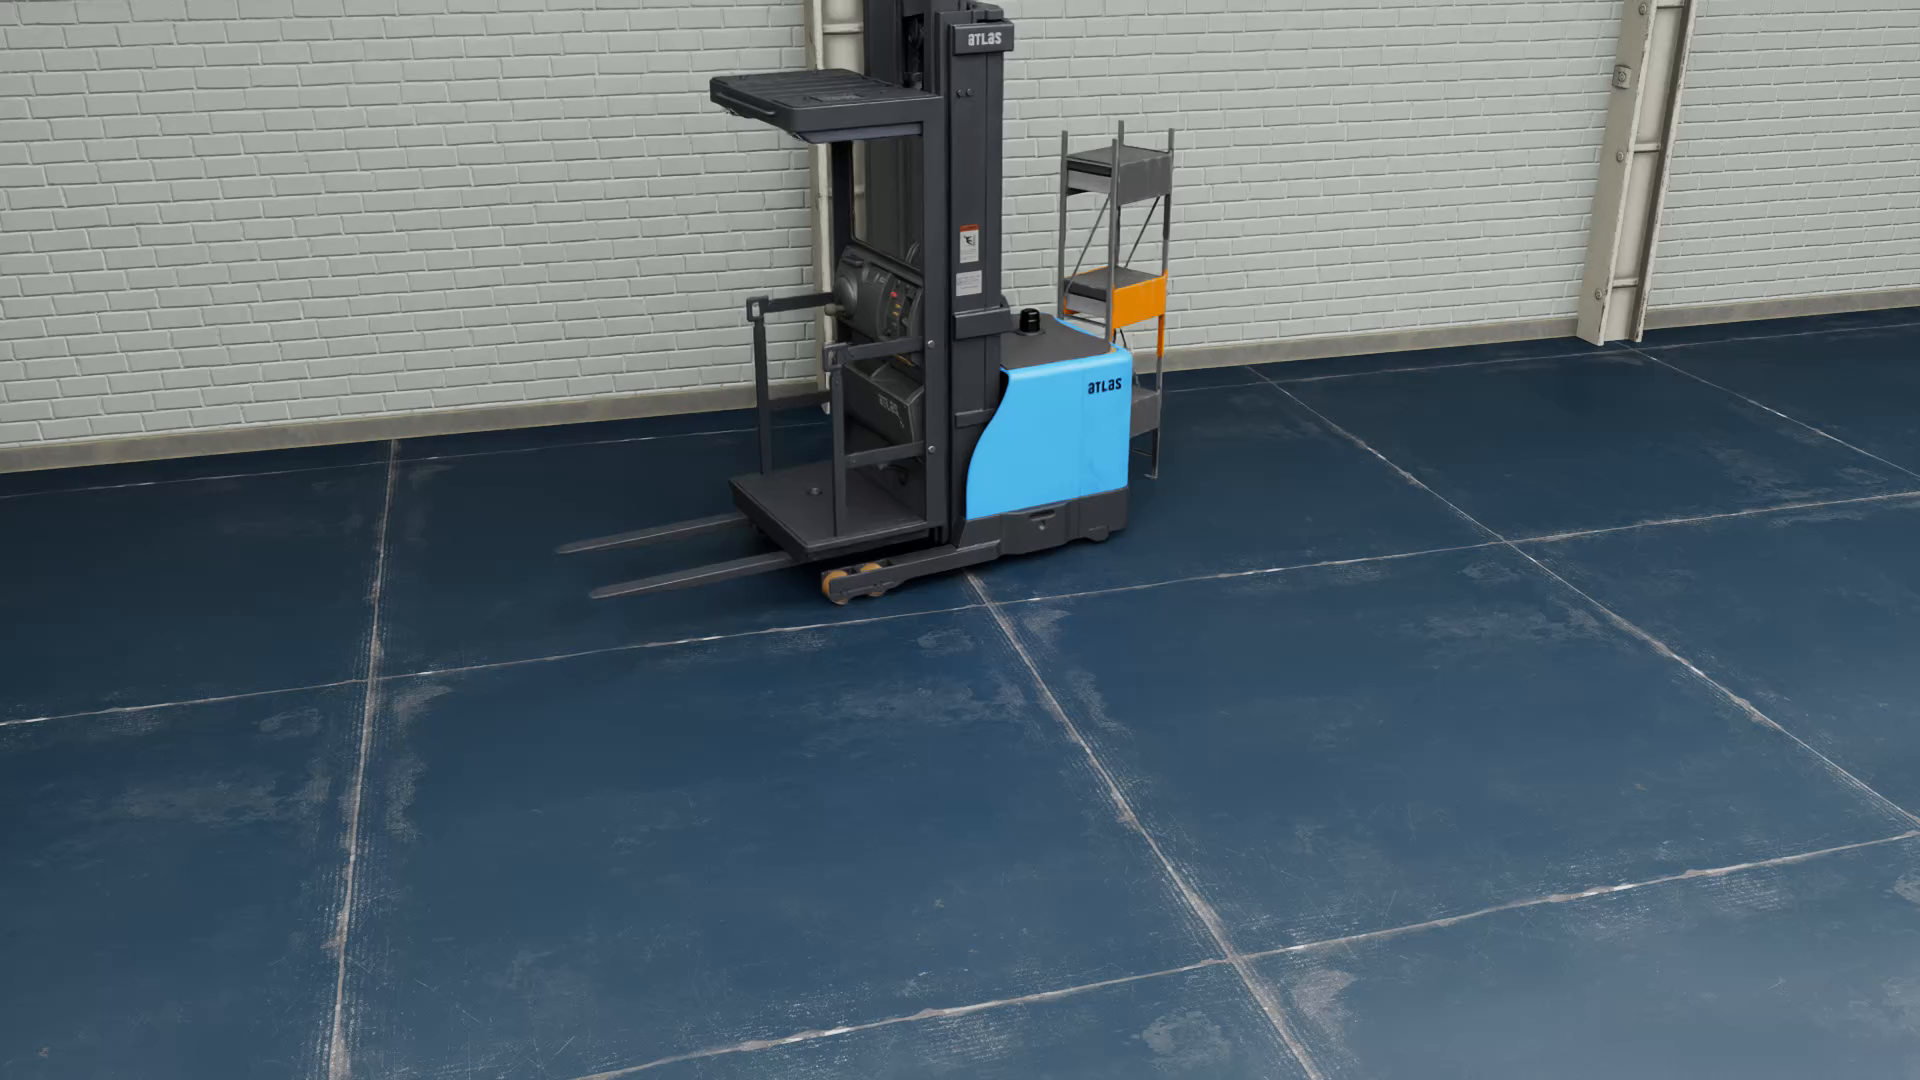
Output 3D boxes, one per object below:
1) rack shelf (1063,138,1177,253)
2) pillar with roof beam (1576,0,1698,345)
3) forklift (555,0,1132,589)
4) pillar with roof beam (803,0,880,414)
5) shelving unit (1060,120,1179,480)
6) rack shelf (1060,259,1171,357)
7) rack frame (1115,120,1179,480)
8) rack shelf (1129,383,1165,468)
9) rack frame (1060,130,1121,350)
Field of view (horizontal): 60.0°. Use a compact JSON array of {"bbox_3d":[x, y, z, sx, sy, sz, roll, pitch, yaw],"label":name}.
[{"bbox_3d":[0.901,-1.953,9.398,0.480,0.518,0.431,-21,31,-40],"label":"rack shelf"},{"bbox_3d":[6.187,-4.068,7.318,0.400,9.000,9.100,-6,24,-14],"label":"pillar with roof beam"},{"bbox_3d":[-0.661,-1.319,8.608,3.031,2.935,1.130,-5,24,-12],"label":"forklift"},{"bbox_3d":[0.410,-3.429,5.829,0.400,9.000,9.100,-6,24,-14],"label":"pillar with roof beam"},{"bbox_3d":[0.901,-1.323,9.669,0.503,2.100,0.431,-21,31,-40],"label":"shelving unit"},{"bbox_3d":[0.901,-1.310,9.675,0.480,0.518,0.431,-21,31,-40],"label":"rack shelf"},{"bbox_3d":[1.076,-1.390,9.826,0.015,2.100,0.400,-21,31,-40],"label":"rack frame"},{"bbox_3d":[0.901,-0.667,9.951,0.480,0.518,0.431,-21,31,-40],"label":"rack shelf"},{"bbox_3d":[0.726,-1.255,9.513,0.015,2.100,0.400,-21,31,-40],"label":"rack frame"}]
